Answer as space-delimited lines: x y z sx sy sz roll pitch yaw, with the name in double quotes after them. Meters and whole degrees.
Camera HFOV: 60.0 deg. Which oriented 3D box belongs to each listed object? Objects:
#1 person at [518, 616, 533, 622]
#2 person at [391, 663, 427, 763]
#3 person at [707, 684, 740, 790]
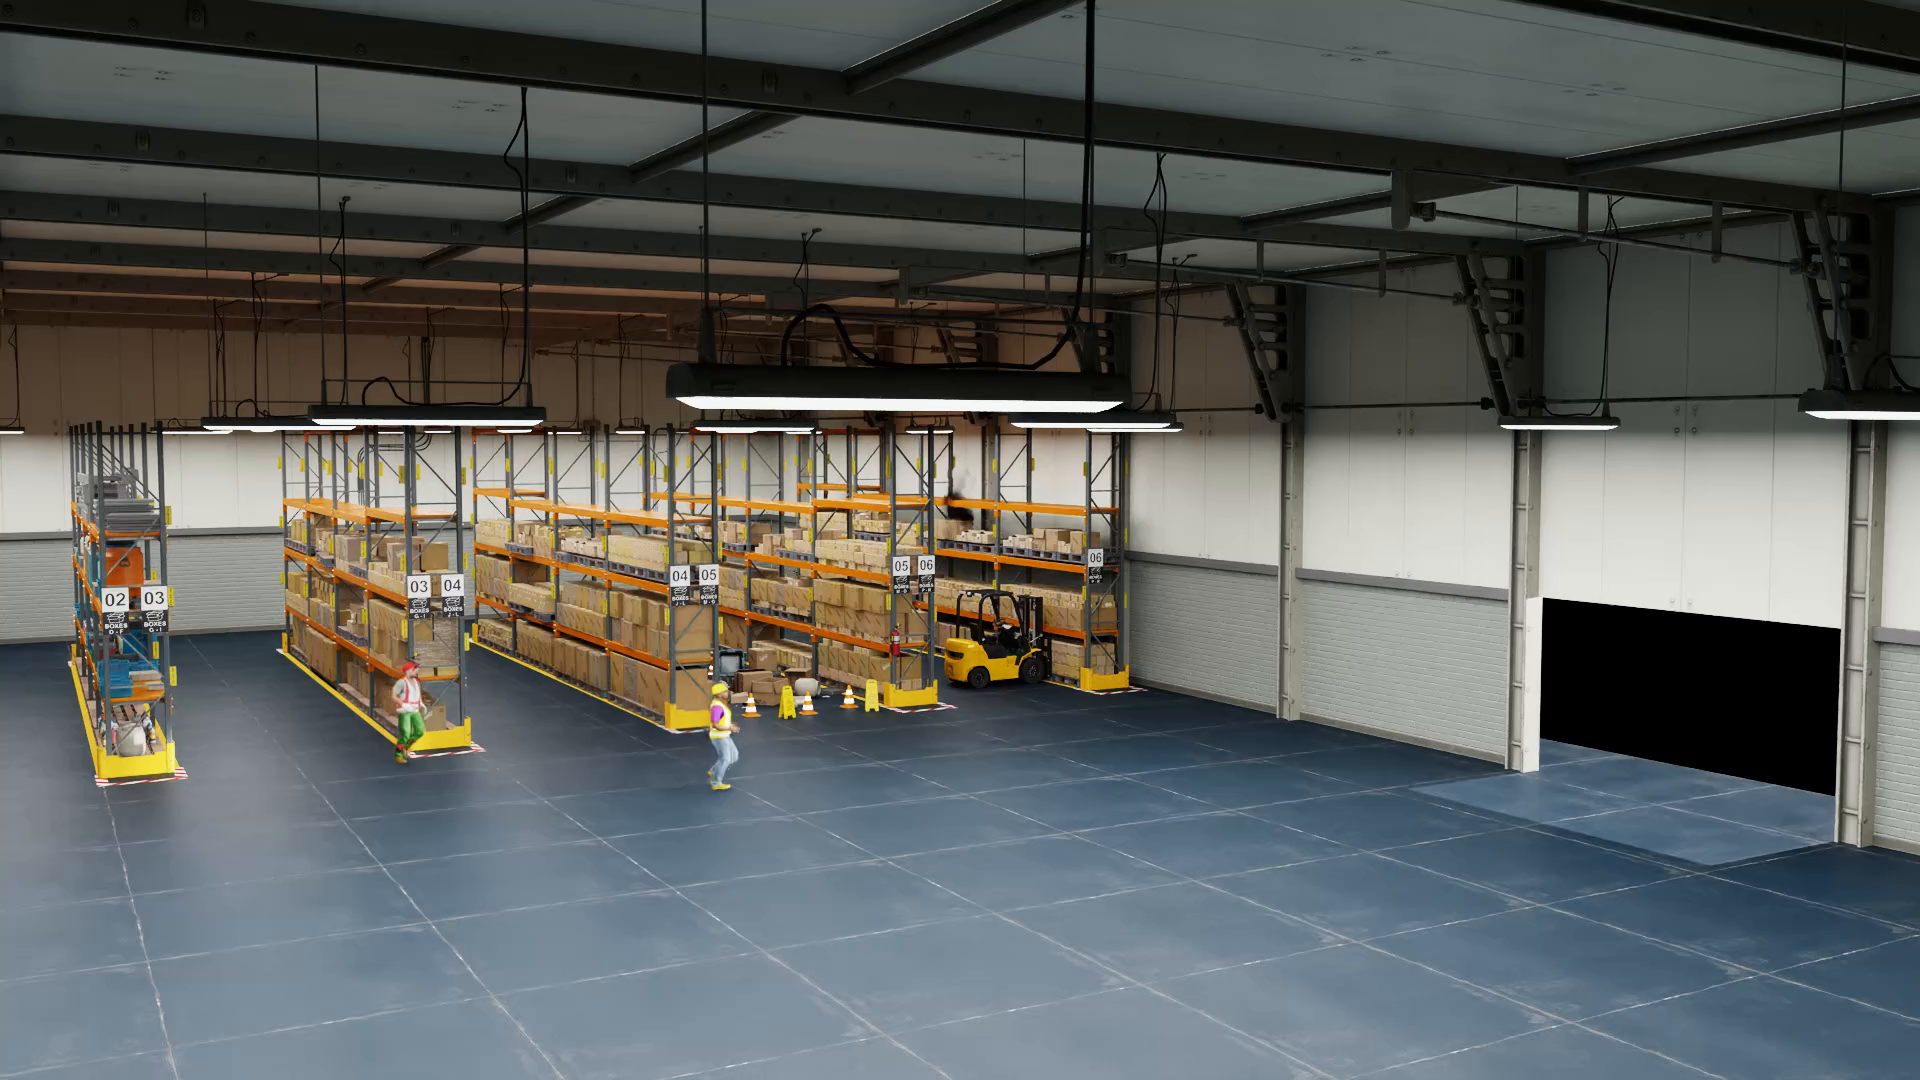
-12.641 1.955 48.066 0.850 1.541 0.600 2 4 29 "person"
-9.672 3.037 29.323 0.510 1.737 0.734 2 4 27 "person"
-3.834 3.190 27.012 0.565 1.725 0.713 0 4 -1 "person"
